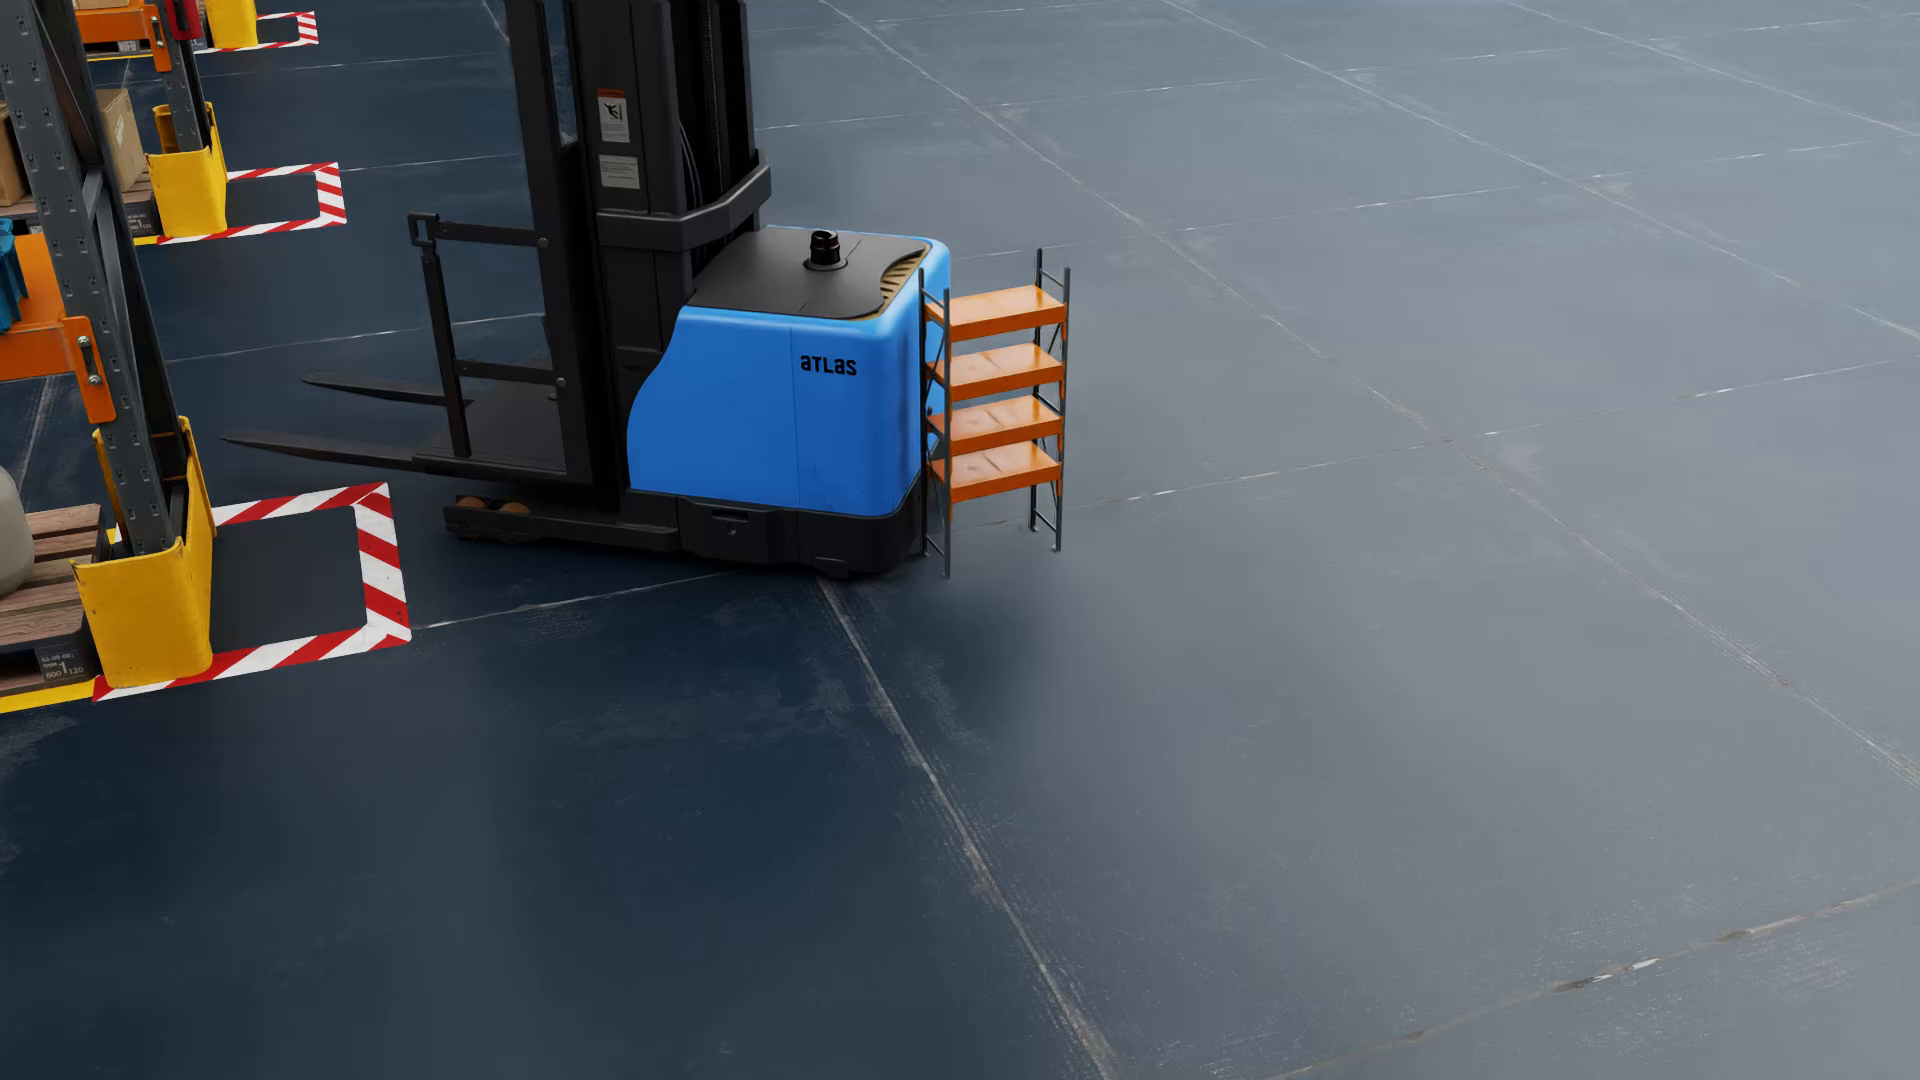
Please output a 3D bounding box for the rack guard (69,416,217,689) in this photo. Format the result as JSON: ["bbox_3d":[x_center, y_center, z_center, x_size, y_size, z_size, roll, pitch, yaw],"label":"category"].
[{"bbox_3d":[-3.030,0.014,6.220,0.348,0.500,1.175,-10,31,-18],"label":"rack guard"}]

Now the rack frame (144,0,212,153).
[{"bbox_3d":[-4.702,-3.405,9.696,0.127,3.000,1.000,-10,31,-18],"label":"rack frame"}]

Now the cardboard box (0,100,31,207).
[{"bbox_3d":[-5.841,-2.282,9.826,0.500,0.500,0.500,-3,30,-5],"label":"cardboard box"}]

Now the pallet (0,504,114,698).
[{"bbox_3d":[-3.793,0.277,6.050,1.213,0.211,1.003,-10,31,-18],"label":"pallet"}]

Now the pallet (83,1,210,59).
[{"bbox_3d":[-7.059,-4.337,14.150,1.213,0.211,1.003,-10,31,-18],"label":"pallet"}]

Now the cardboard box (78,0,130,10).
[{"bbox_3d":[-4.897,-3.151,9.504,0.250,0.149,0.380,-10,31,-18],"label":"cardboard box"}]

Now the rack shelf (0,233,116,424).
[{"bbox_3d":[-4.849,-0.449,5.235,4.000,0.370,1.077,-10,31,-18],"label":"rack shelf"}]

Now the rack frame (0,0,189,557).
[{"bbox_3d":[-2.975,-1.107,5.663,0.127,3.000,1.000,-10,31,-18],"label":"rack frame"}]

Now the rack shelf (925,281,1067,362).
[{"bbox_3d":[0.126,-0.813,6.172,0.480,0.148,0.258,-13,32,-22],"label":"rack shelf"}]

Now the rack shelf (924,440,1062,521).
[{"bbox_3d":[0.126,-0.241,6.498,0.480,0.148,0.258,-13,32,-22],"label":"rack shelf"}]

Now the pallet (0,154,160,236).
[{"bbox_3d":[-5.547,-2.056,10.146,1.213,0.211,1.003,-10,31,-18],"label":"pallet"}]

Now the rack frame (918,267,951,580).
[{"bbox_3d":[-0.094,-0.420,6.275,0.015,1.200,0.240,-13,32,-22],"label":"rack frame"}]

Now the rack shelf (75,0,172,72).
[{"bbox_3d":[-6.576,-2.747,9.268,4.000,0.370,1.077,-10,31,-18],"label":"rack shelf"}]

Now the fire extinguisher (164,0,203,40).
[{"bbox_3d":[-4.434,-3.177,9.375,0.183,0.674,0.296,-10,31,-18],"label":"fire extinguisher"}]

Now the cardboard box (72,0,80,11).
[{"bbox_3d":[-5.131,-3.108,9.429,0.250,0.149,0.380,-10,31,-18],"label":"cardboard box"}]

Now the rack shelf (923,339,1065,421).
[{"bbox_3d":[0.126,-0.608,6.289,0.480,0.148,0.258,-13,32,-22],"label":"rack shelf"}]

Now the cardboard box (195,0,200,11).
[{"bbox_3d":[-6.949,-4.835,13.929,0.875,0.875,0.875,-10,31,-17],"label":"cardboard box"}]

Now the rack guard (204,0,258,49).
[{"bbox_3d":[-6.314,-4.641,14.392,0.348,0.500,1.175,-10,31,-18],"label":"rack guard"}]

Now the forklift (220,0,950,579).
[{"bbox_3d":[-1.600,-1.501,6.423,3.031,2.935,1.130,7,30,12],"label":"forklift"}]

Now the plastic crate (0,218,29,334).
[{"bbox_3d":[-3.339,-0.817,5.304,0.616,0.251,0.499,-10,31,-18],"label":"plastic crate"}]

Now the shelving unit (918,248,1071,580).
[{"bbox_3d":[0.126,-0.472,6.366,0.503,1.200,0.258,-13,32,-22],"label":"shelving unit"}]

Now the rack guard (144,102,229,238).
[{"bbox_3d":[-4.773,-2.306,10.292,0.348,0.500,1.175,-10,31,-18],"label":"rack guard"}]

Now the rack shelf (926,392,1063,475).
[{"bbox_3d":[0.126,-0.413,6.400,0.480,0.148,0.258,-13,32,-22],"label":"rack shelf"}]

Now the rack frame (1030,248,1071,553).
[{"bbox_3d":[0.346,-0.524,6.457,0.015,1.200,0.240,-13,32,-22],"label":"rack frame"}]

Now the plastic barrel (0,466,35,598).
[{"bbox_3d":[-3.565,-0.059,5.913,0.421,0.512,0.421,0,30,0],"label":"plastic barrel"}]

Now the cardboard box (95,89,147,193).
[{"bbox_3d":[-5.293,-2.401,10.035,0.500,0.500,0.500,-5,30,-8],"label":"cardboard box"}]
